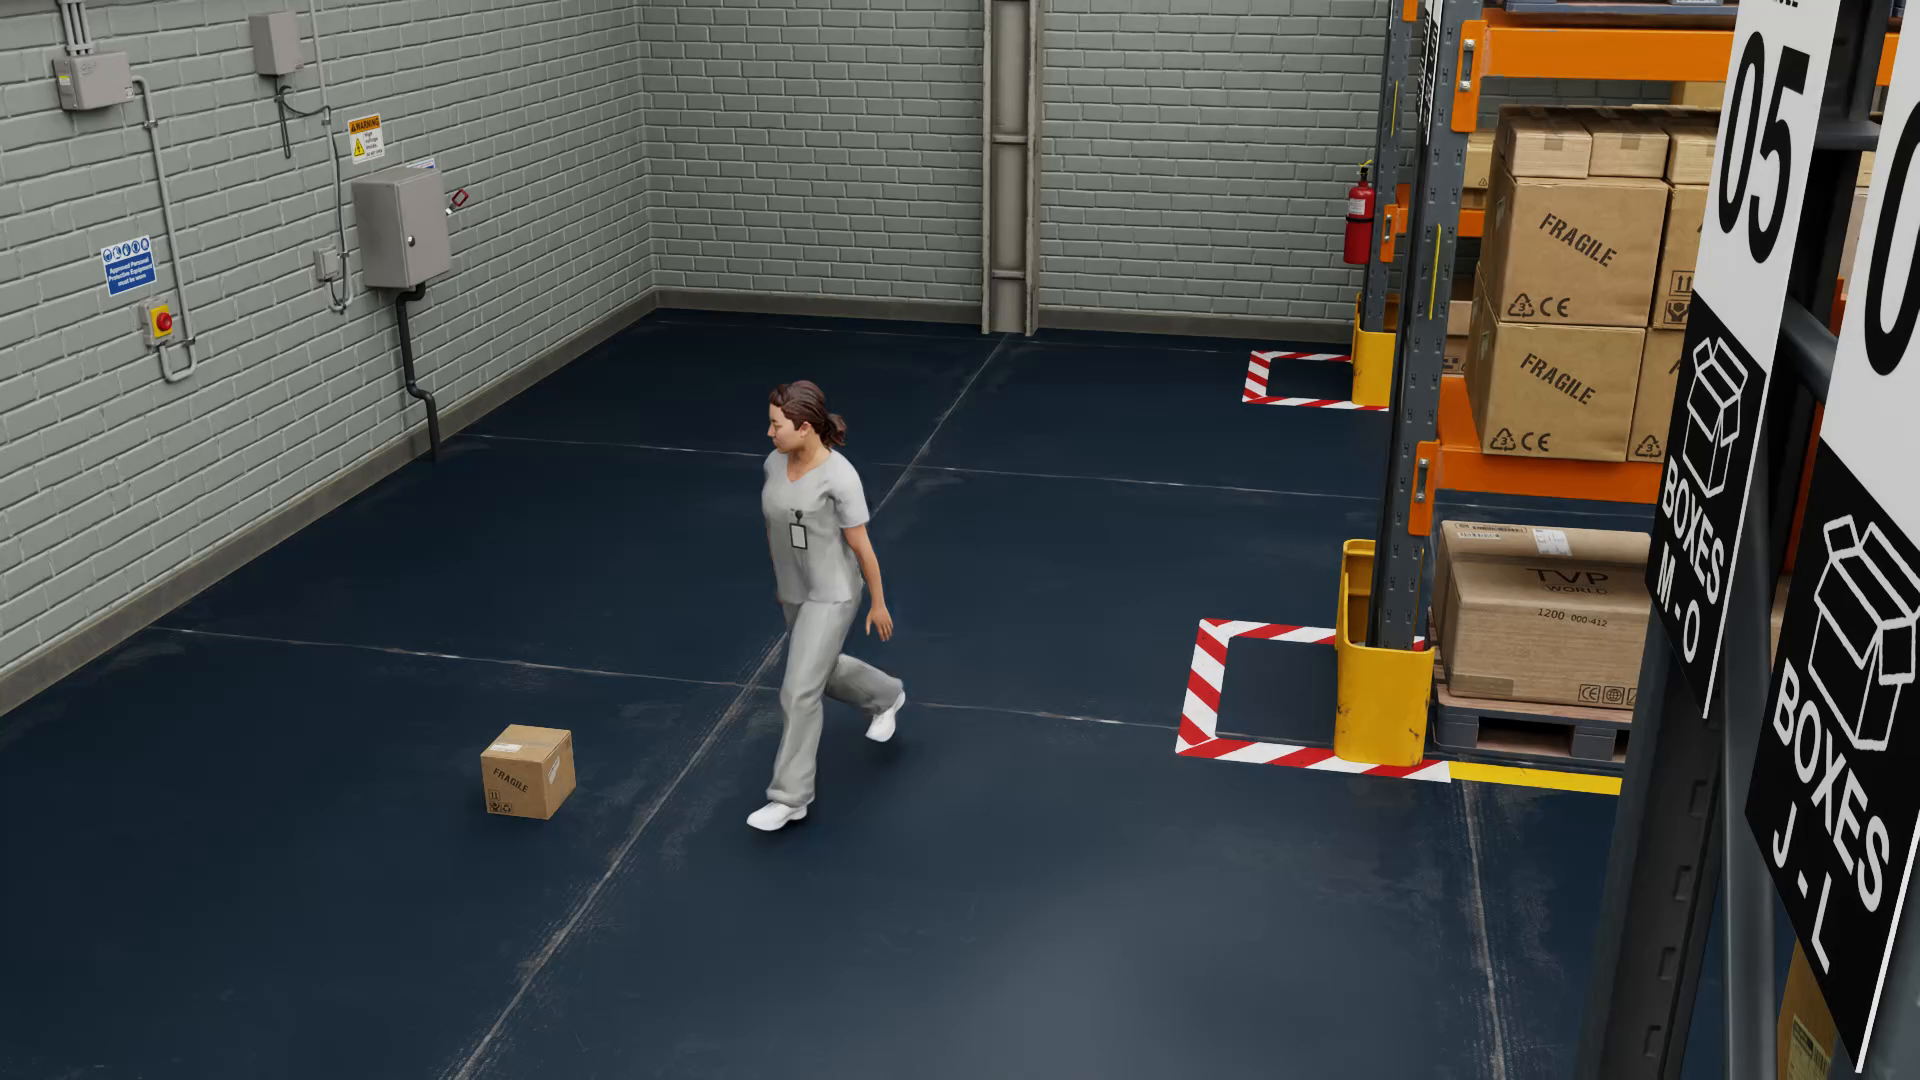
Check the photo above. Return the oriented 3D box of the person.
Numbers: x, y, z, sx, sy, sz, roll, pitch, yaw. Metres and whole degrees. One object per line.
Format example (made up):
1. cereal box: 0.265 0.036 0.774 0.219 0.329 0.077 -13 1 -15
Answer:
1. person: -0.497 0.188 6.142 0.534 1.631 0.991 18 28 38
